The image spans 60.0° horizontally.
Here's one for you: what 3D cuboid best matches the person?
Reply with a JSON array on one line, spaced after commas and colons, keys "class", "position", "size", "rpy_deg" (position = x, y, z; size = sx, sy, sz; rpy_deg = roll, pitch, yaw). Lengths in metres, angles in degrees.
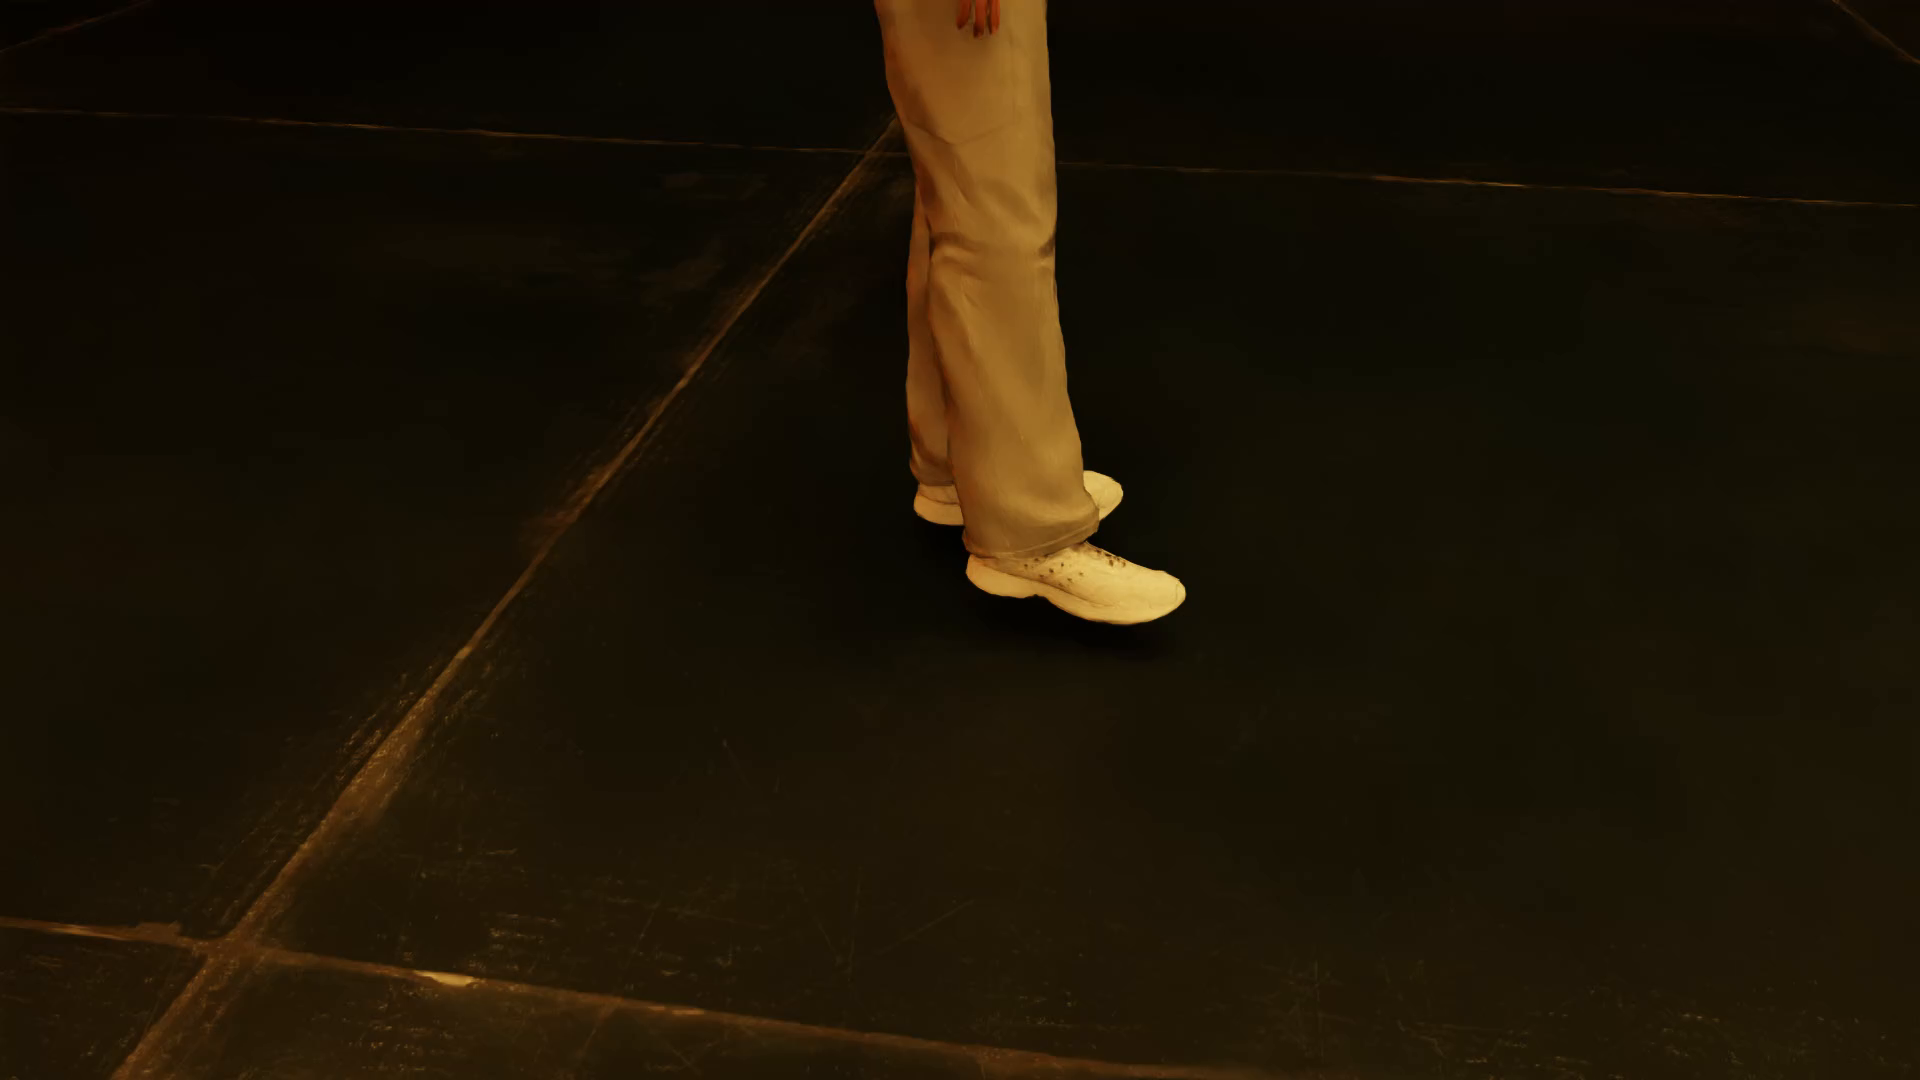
[{"class": "person", "position": [0.069, -0.761, 2.048], "size": [0.549, 1.673, 0.550], "rpy_deg": [5, 29, 9]}]
